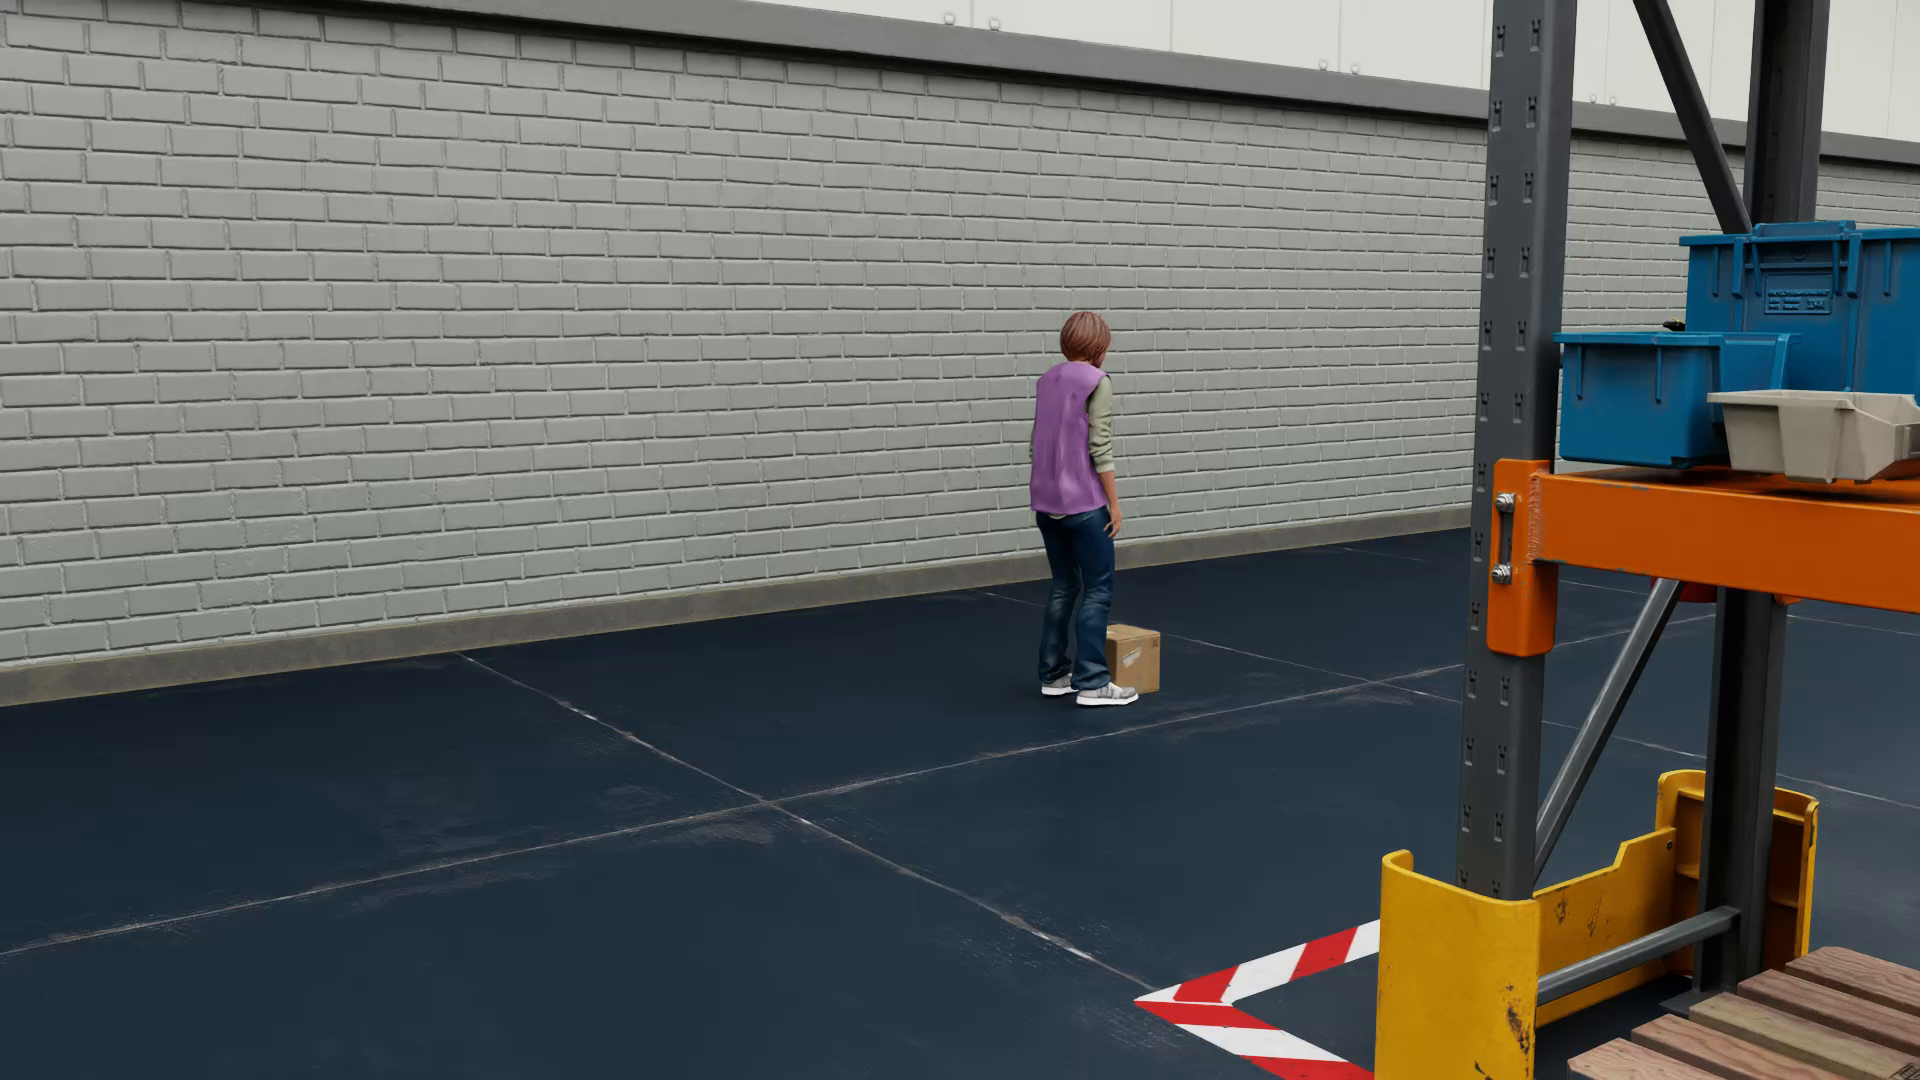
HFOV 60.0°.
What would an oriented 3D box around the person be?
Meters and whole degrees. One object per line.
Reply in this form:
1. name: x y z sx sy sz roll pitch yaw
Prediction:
1. person: 0.476 -0.032 6.806 0.346 1.391 0.472 -6 10 -39
